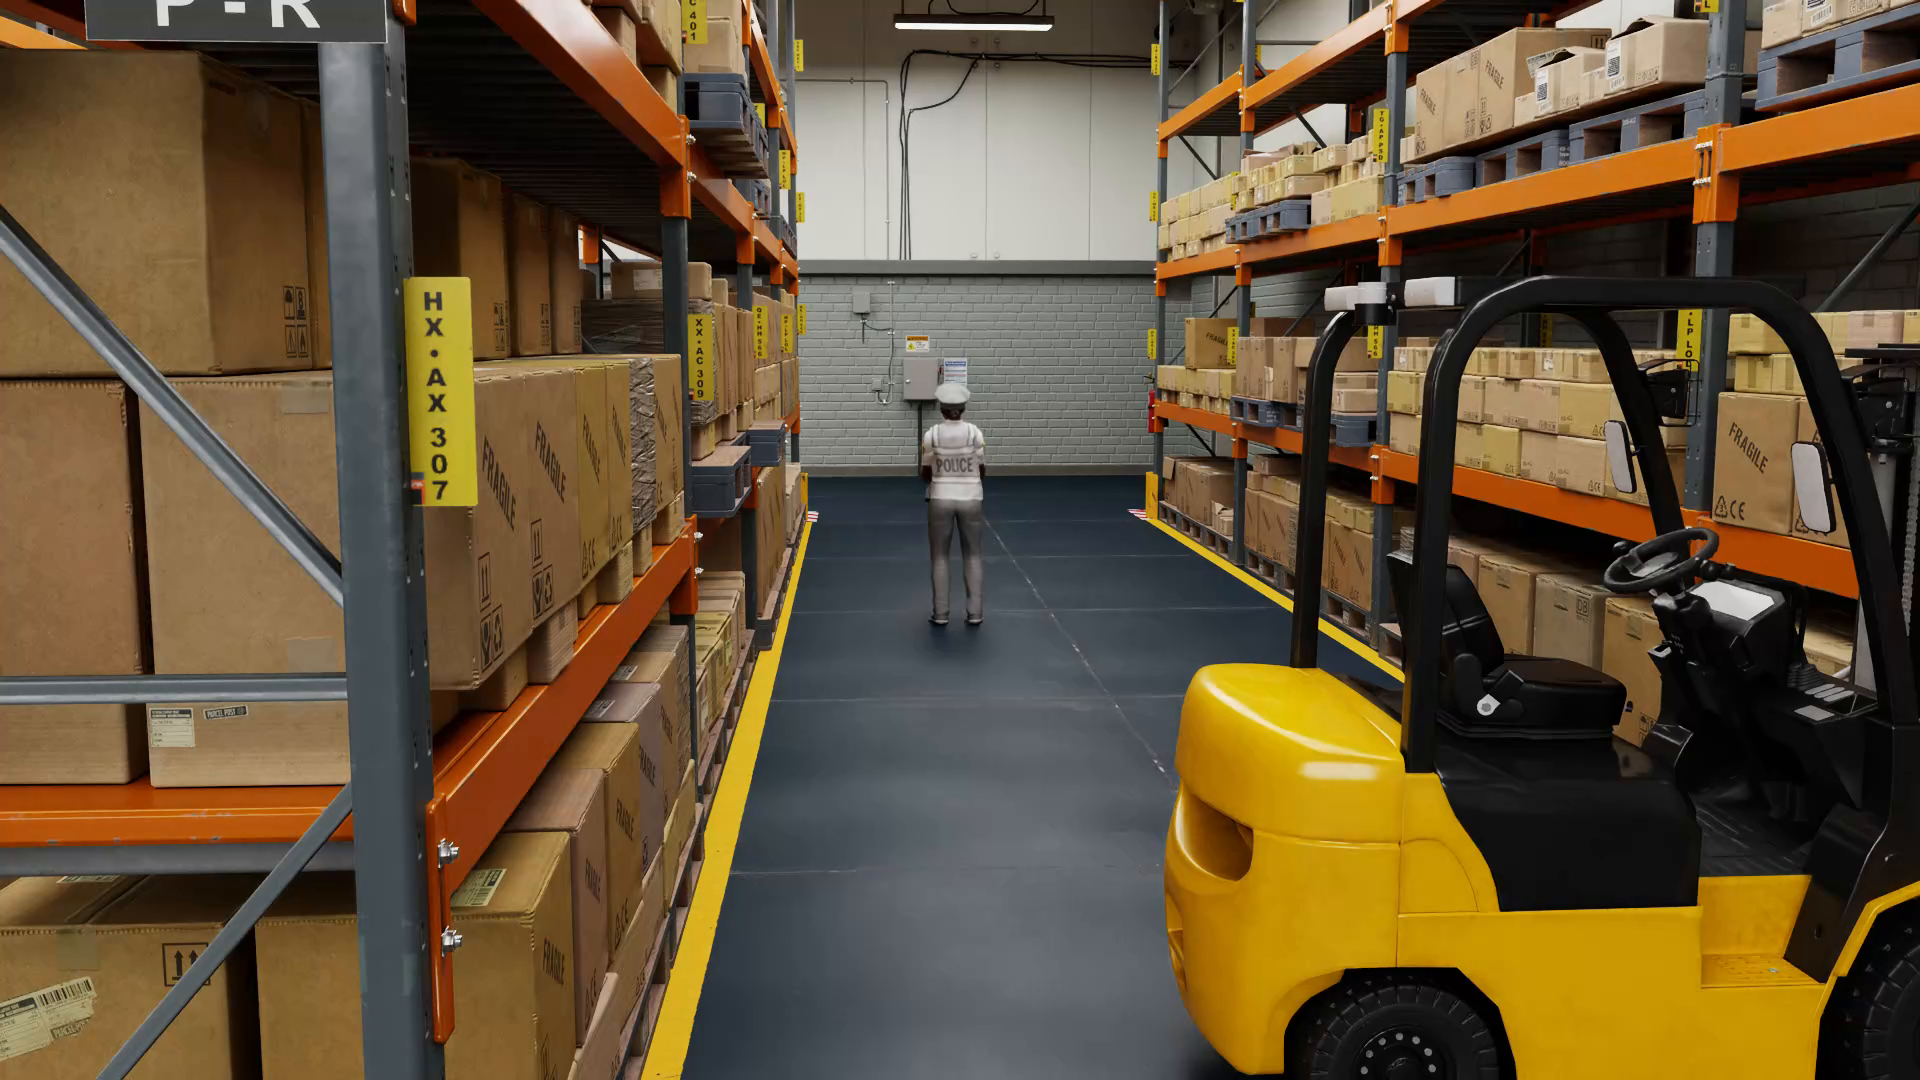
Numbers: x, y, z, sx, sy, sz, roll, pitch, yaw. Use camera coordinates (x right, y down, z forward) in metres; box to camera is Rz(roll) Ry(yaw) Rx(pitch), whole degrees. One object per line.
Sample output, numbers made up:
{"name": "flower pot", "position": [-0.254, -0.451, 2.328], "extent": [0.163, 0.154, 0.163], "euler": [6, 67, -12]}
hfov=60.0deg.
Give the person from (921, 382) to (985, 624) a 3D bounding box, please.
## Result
{"name": "person", "position": [-0.050, -0.261, 11.729], "extent": [0.456, 1.699, 0.528], "euler": [0, 7, -4]}
